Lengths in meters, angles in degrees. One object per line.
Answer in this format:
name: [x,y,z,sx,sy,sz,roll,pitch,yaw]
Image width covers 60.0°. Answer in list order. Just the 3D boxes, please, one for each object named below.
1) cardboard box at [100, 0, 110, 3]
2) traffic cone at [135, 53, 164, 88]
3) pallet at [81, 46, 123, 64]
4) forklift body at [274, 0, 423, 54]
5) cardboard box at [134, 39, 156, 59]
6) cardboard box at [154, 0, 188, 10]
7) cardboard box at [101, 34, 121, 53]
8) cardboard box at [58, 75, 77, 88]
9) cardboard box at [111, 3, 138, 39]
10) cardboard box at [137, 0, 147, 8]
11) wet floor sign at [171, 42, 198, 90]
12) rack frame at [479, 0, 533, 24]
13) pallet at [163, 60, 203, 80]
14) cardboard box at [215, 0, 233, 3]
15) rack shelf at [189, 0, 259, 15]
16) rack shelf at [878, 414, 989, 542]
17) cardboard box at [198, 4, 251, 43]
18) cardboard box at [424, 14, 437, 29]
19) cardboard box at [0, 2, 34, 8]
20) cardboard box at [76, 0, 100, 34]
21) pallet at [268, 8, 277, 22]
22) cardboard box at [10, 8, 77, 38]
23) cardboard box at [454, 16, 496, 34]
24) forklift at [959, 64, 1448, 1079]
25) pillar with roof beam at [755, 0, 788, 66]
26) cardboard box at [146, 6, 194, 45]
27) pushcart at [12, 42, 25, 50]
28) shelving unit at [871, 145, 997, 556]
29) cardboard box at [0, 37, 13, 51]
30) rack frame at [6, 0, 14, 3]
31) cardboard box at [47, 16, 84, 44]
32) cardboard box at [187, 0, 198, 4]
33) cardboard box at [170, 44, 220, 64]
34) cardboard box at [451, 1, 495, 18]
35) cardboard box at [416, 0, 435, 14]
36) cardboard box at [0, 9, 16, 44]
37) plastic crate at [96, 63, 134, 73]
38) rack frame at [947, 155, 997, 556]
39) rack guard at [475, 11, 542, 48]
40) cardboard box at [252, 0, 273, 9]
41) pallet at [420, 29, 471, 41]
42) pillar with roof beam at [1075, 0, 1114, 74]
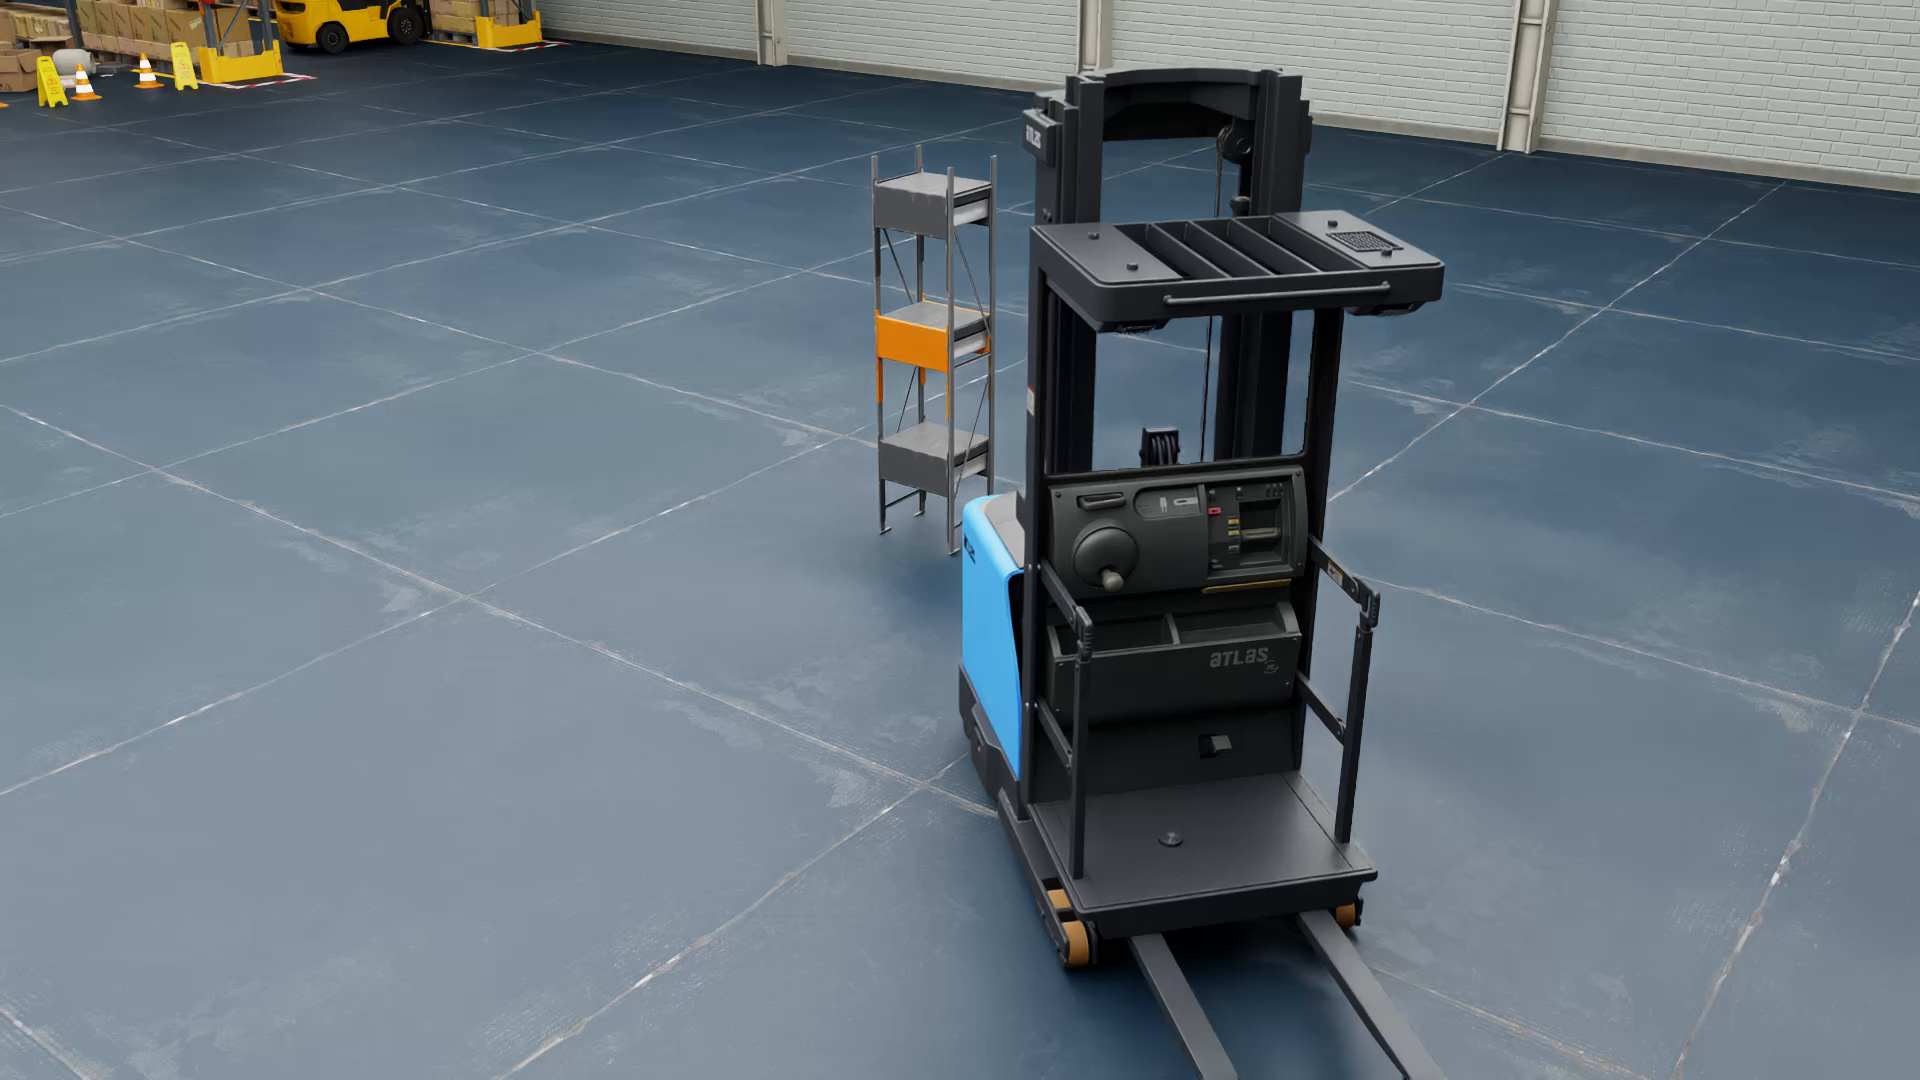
cardboard box: [-13.138,-8.451,25.865,0.250,0.149,0.380,18,30,35]
traffic cone: [-11.842,-6.840,24.200,0.334,0.463,0.336,17,29,33]
pallet: [-13.366,-7.853,26.812,1.213,0.211,1.003,17,29,33]
forklift body: [-10.362,-9.397,27.910,1.214,2.155,2.313,17,29,33]
cardboard box: [-12.364,-7.608,25.687,0.500,0.250,0.500,16,28,31]
cardboard box: [-11.856,-8.064,24.986,0.250,0.149,0.380,18,29,35]
cardboard box: [-13.181,-7.859,26.256,0.500,0.250,0.500,19,30,36]
cardboard box: [-12.984,-6.674,24.212,0.380,0.149,0.250,-10,26,-21]
cardboard box: [-12.765,-8.076,25.819,0.500,0.500,0.500,19,30,36]
cardboard box: [-12.265,-8.190,25.272,0.250,0.149,0.380,18,30,35]
wet floor sign: [-11.214,-6.845,23.984,0.267,0.644,0.232,-15,28,-30]
rack frame: [-7.750,-9.915,28.034,0.127,3.000,1.000,17,29,33]
pallet: [-11.414,-7.263,25.473,1.213,0.211,1.003,17,29,33]
cardboard box: [-14.619,-10.931,32.919,0.500,0.500,0.500,18,29,35]
rack shelf: [-12.325,-8.467,25.640,4.000,0.370,1.077,17,29,33]
rack shelf: [-0.132,-0.348,9.205,0.480,0.518,0.431,17,29,33]
cardboard box: [-11.223,-7.880,25.374,0.500,0.500,0.500,16,28,32]
cardboard box: [-9.103,-9.108,29.091,0.500,0.250,0.500,17,29,34]
cardboard box: [-16.680,-9.097,28.916,0.625,0.372,0.950,15,28,30]
cardboard box: [-13.615,-8.328,26.390,0.500,0.500,0.500,18,30,36]
pallet: [-12.544,-10.067,31.836,1.213,0.211,1.003,17,29,33]
cardboard box: [-15.481,-8.736,28.096,0.625,0.372,0.950,18,29,35]
cardboard box: [-8.316,-8.861,28.530,0.500,0.250,0.500,17,29,34]
forklift: [0.822,-0.005,5.627,1.130,2.935,3.031,-5,24,-12]
pillar with roof beam: [-5.548,-10.280,21.421,0.400,9.000,9.100,17,29,33]
cardboard box: [-11.941,-7.825,25.248,0.500,0.500,0.500,18,30,35]
pushcart: [-15.252,-7.333,25.424,0.936,0.377,1.648,7,25,15]
shelving unit: [-0.132,-1.001,8.917,0.503,2.100,0.431,17,29,33]
cardboard box: [-14.401,-7.064,24.490,0.503,0.637,0.797,17,29,33]
rack frame: [-17.126,-10.248,28.788,0.127,3.000,1.000,17,29,33]
cardboard box: [-14.346,-8.396,27.324,0.625,0.372,0.950,17,29,34]
cardboard box: [-12.041,-8.129,25.939,0.500,0.500,0.500,17,29,34]
cardboard box: [-11.552,-7.361,25.127,0.500,0.250,0.500,17,29,33]
cardboard box: [-8.327,-9.095,28.441,0.500,0.250,0.500,16,29,33]
cardboard box: [-9.148,-9.338,28.992,0.500,0.250,0.500,16,28,32]
cardboard box: [-14.968,-7.901,25.624,0.500,0.500,0.500,17,29,33]
plastic crate: [-13.160,-7.300,25.719,0.583,0.080,0.402,7,25,15]
rack frame: [0.063,-0.942,8.784,0.015,2.100,0.400,17,29,33]
rack guard: [-7.731,-8.766,28.525,0.348,0.500,1.175,17,29,33]
cardboard box: [-13.133,-10.645,32.114,0.625,0.625,0.875,18,29,35]
pallet: [-9.359,-9.106,29.655,1.213,0.211,1.003,17,29,33]
pillar with roof beam: [-0.746,-8.829,18.128,0.400,9.000,9.100,17,29,33]
